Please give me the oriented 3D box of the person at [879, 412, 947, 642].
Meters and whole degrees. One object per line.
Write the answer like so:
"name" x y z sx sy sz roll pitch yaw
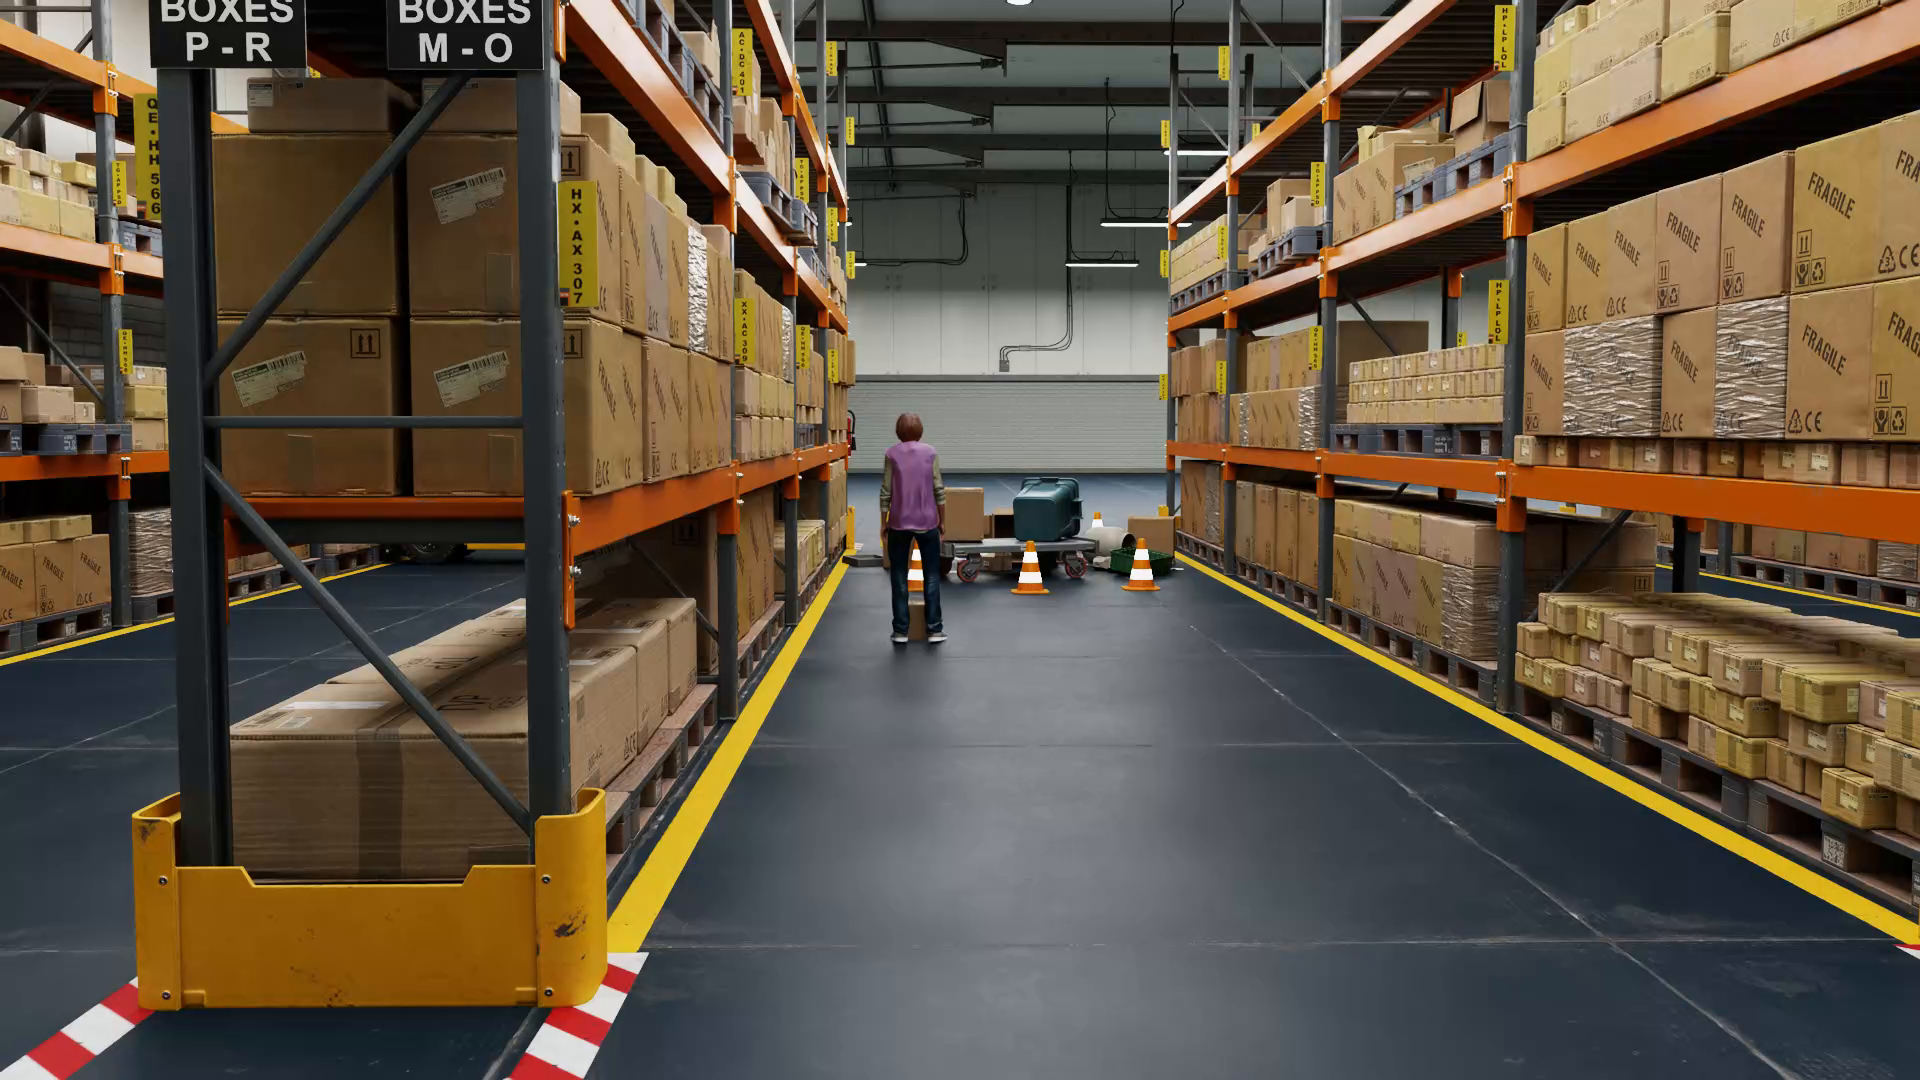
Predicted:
"person" -0.322 -0.085 11.476 0.476 1.591 0.346 0 4 -5
